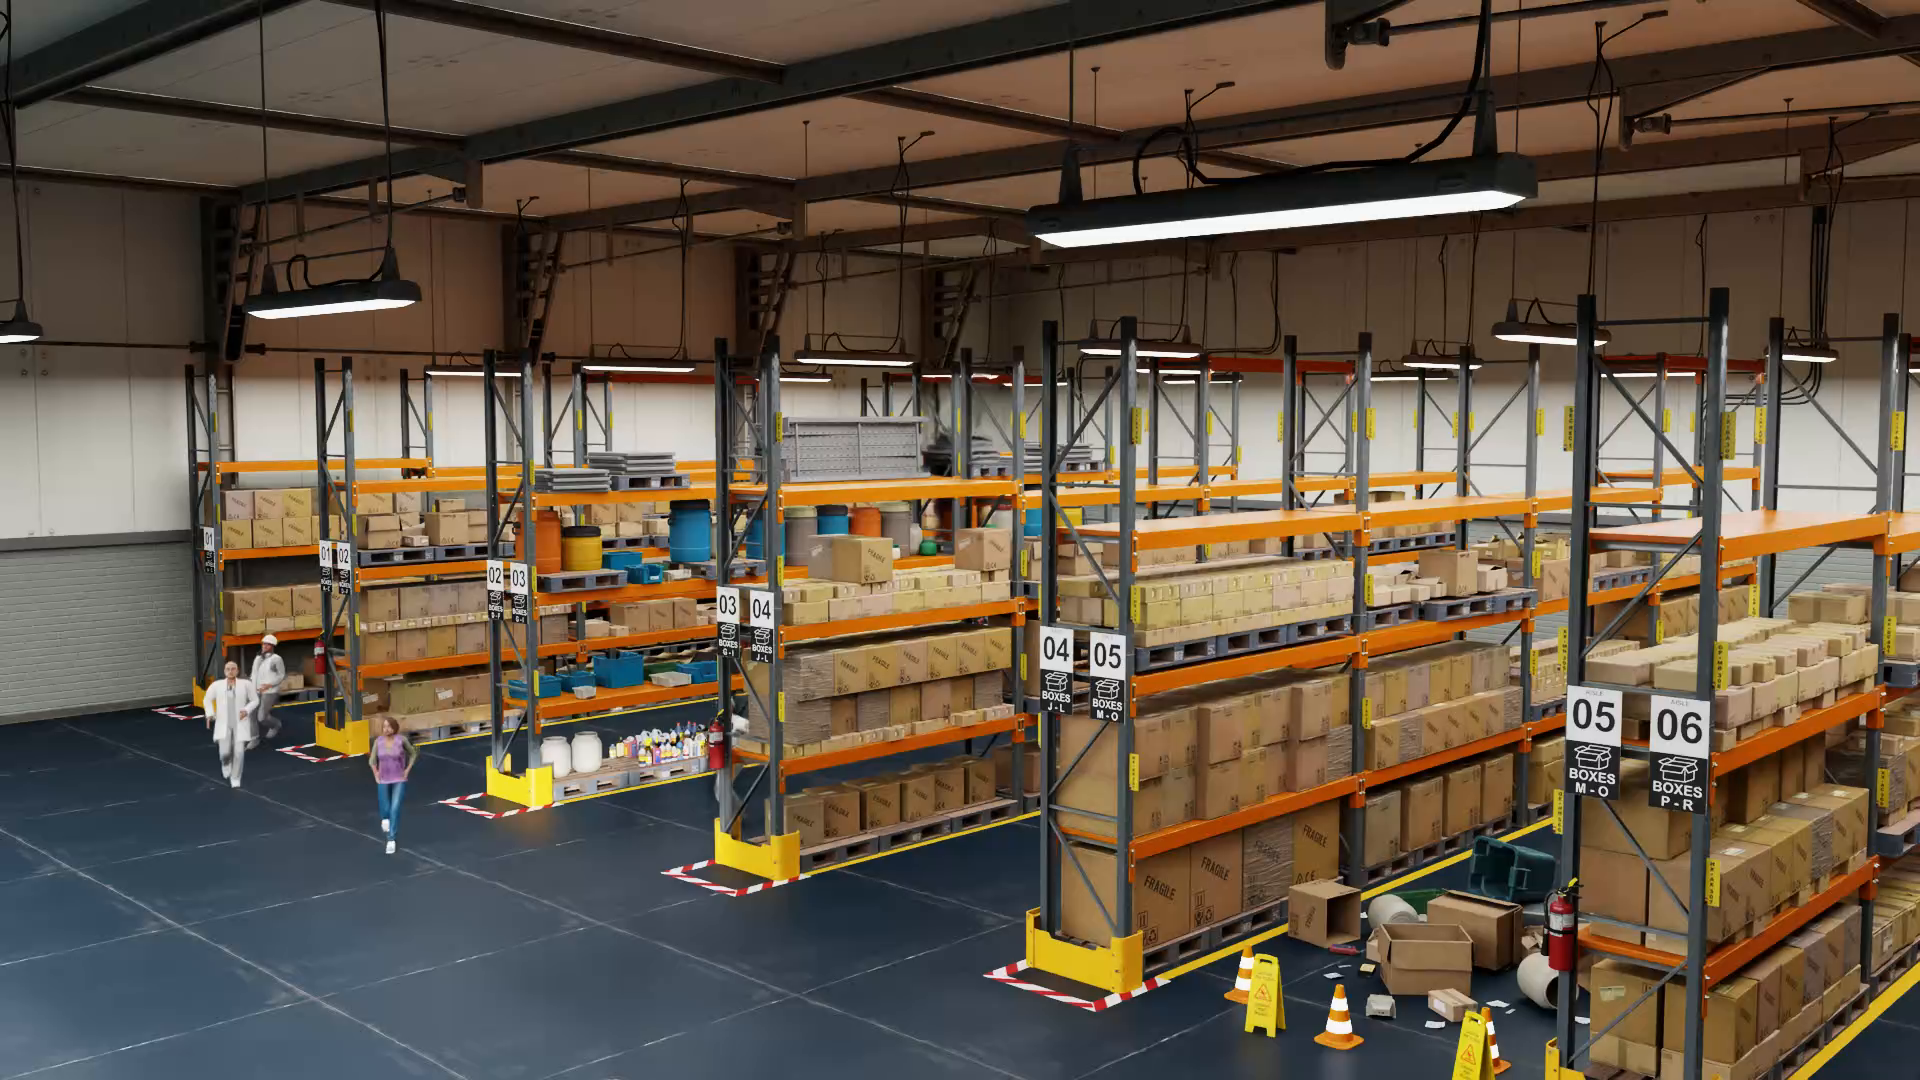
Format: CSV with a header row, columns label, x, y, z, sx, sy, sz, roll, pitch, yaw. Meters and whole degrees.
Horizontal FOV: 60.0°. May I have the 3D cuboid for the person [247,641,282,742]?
label,x,y,z,sx,sy,sz,roll,pitch,yaw
person,-10.765,2.318,25.771,0.588,1.615,0.645,1,5,16

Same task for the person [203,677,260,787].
label,x,y,z,sx,sy,sz,roll,pitch,yaw
person,-10.056,2.645,22.977,0.716,1.527,0.595,-2,5,-22

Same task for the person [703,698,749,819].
label,x,y,z,sx,sy,sz,roll,pitch,yaw
person,-2.881,2.777,20.675,0.612,1.675,0.690,3,6,38

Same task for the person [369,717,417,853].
label,x,y,z,sx,sy,sz,roll,pitch,yaw
person,-6.743,2.879,19.809,0.542,1.585,0.678,-1,4,-10
